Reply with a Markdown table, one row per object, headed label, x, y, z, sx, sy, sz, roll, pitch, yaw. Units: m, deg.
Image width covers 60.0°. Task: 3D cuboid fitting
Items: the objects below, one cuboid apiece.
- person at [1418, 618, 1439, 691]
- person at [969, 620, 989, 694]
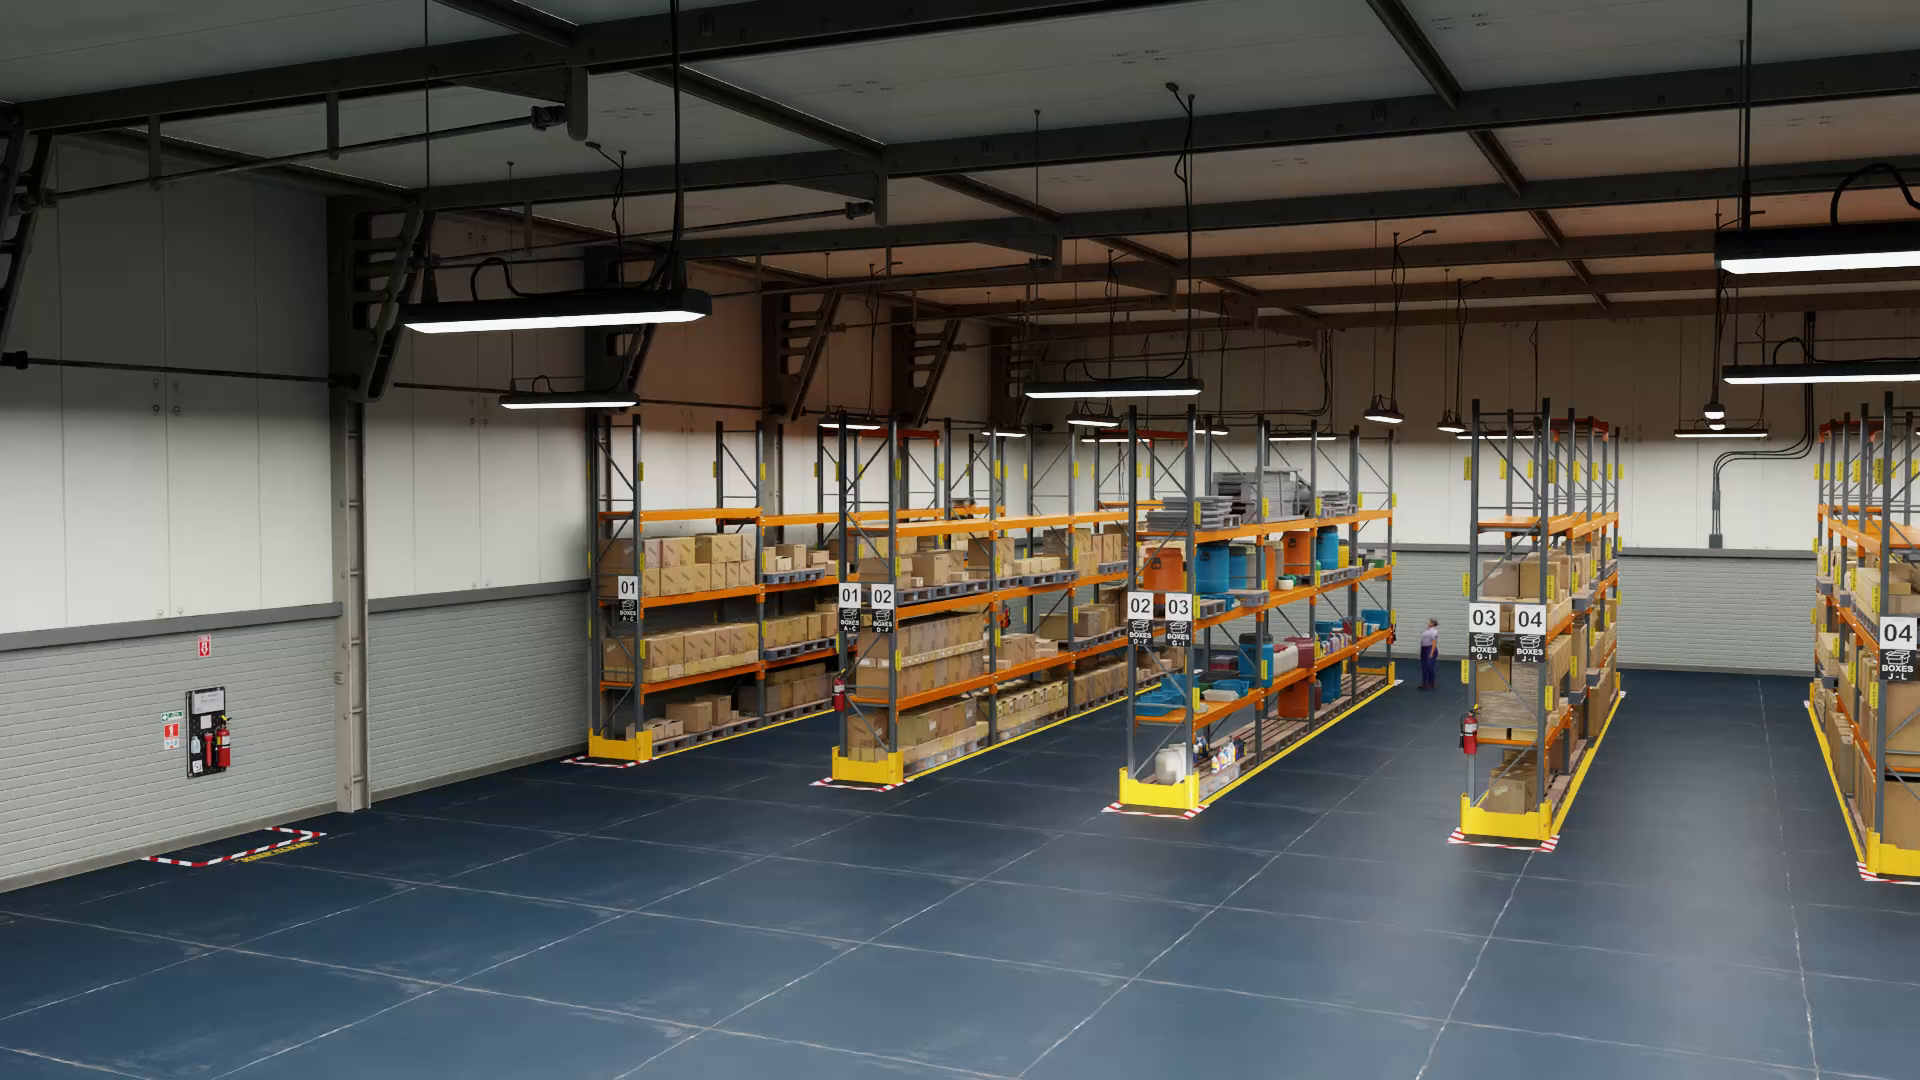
| label | x | y | z | sx | sy | sz | roll | pitch | yaw |
| --- | --- | --- | --- | --- | --- | --- | --- | --- | --- |
| person | 10.788 | 2.642 | 38.322 | 0.449 | 1.693 | 0.549 | -1 | 2 | -19 |
| person | 0.433 | 2.612 | 36.237 | 0.550 | 1.767 | 0.537 | -1 | 3 | -29 |
